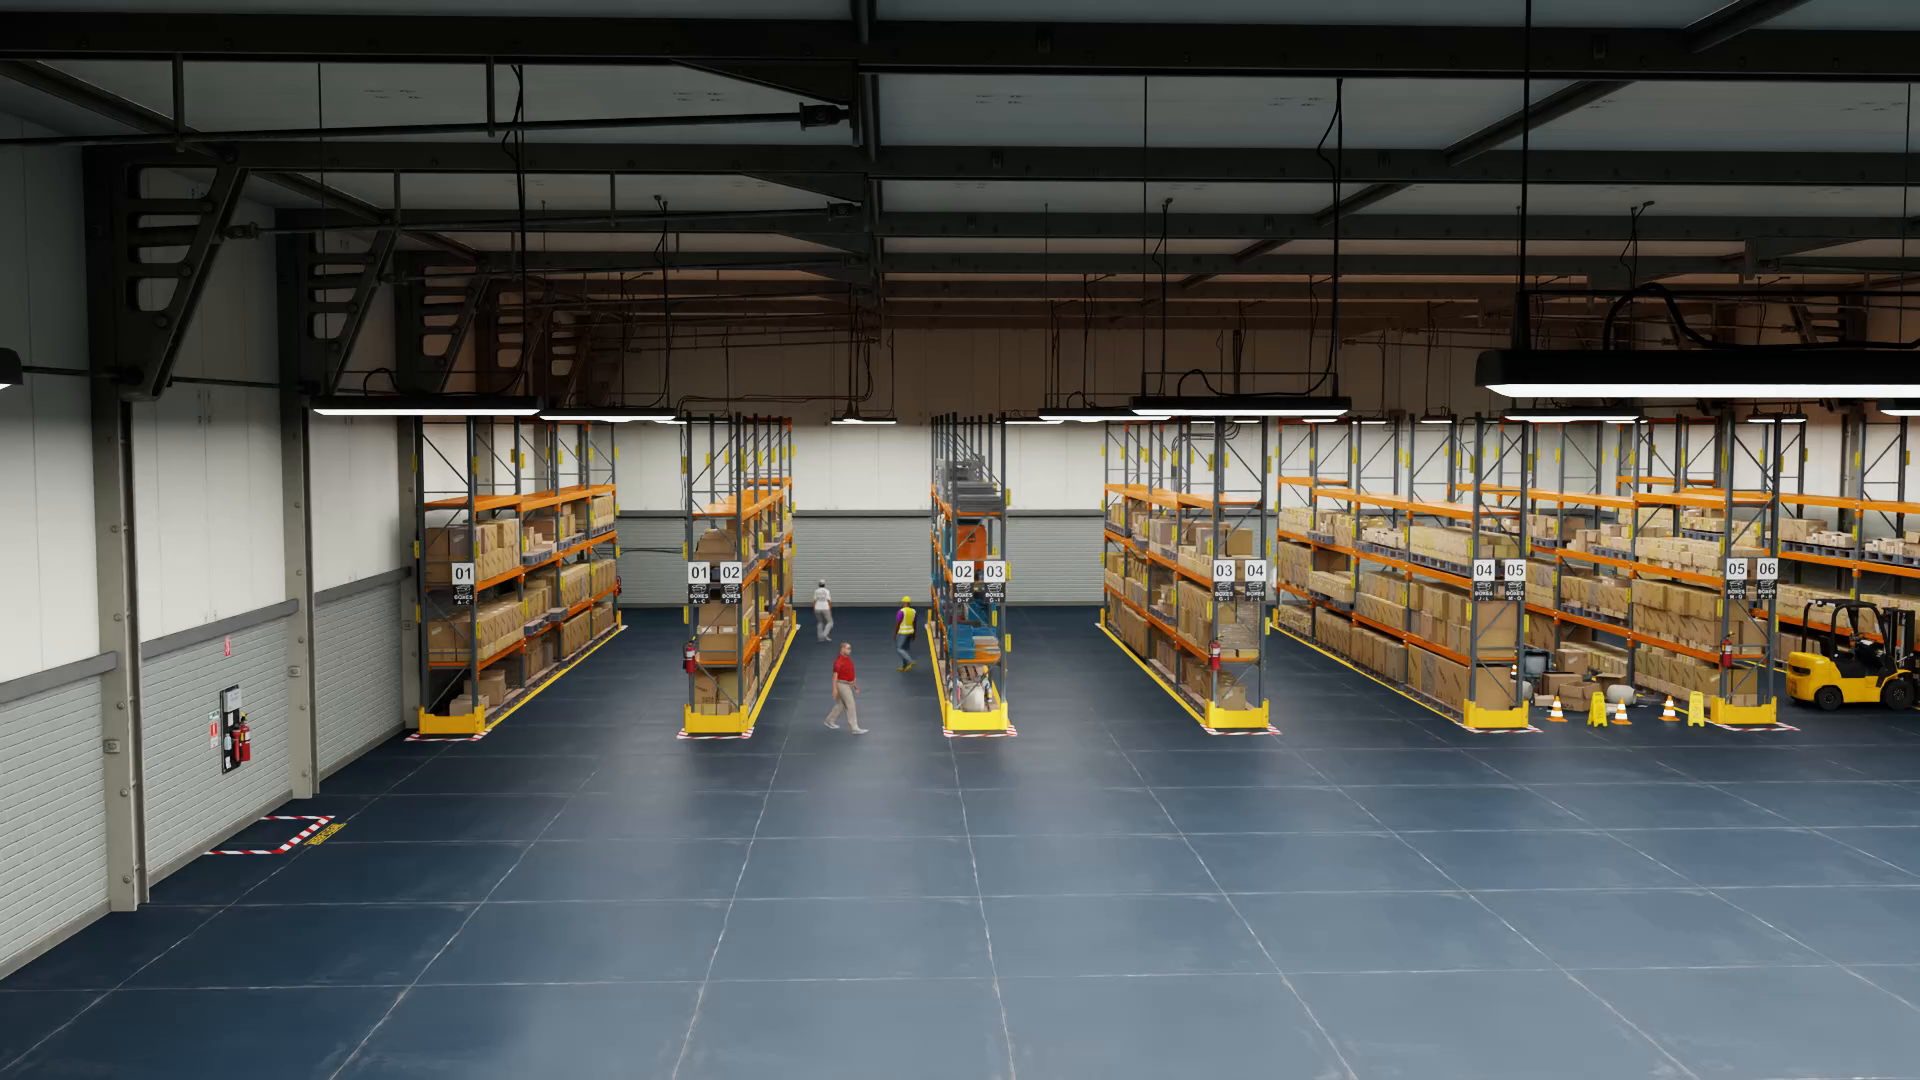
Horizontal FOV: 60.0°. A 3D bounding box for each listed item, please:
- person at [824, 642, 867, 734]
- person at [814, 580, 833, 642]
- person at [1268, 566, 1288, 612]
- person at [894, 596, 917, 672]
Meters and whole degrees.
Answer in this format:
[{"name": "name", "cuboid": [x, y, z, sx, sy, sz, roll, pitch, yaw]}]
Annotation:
[{"name": "person", "cuboid": [-2.151, 2.759, 31.180, 0.950, 1.688, 0.529, 1, 4, 13]}, {"name": "person", "cuboid": [-3.657, 1.887, 44.268, 0.523, 1.661, 0.506, 2, 4, 23]}, {"name": "person", "cuboid": [9.719, 1.405, 50.645, 0.568, 1.719, 1.100, 2, 5, 31]}, {"name": "person", "cuboid": [-1.227, 2.199, 38.767, 0.666, 1.764, 0.599, 3, 5, 42]}]
